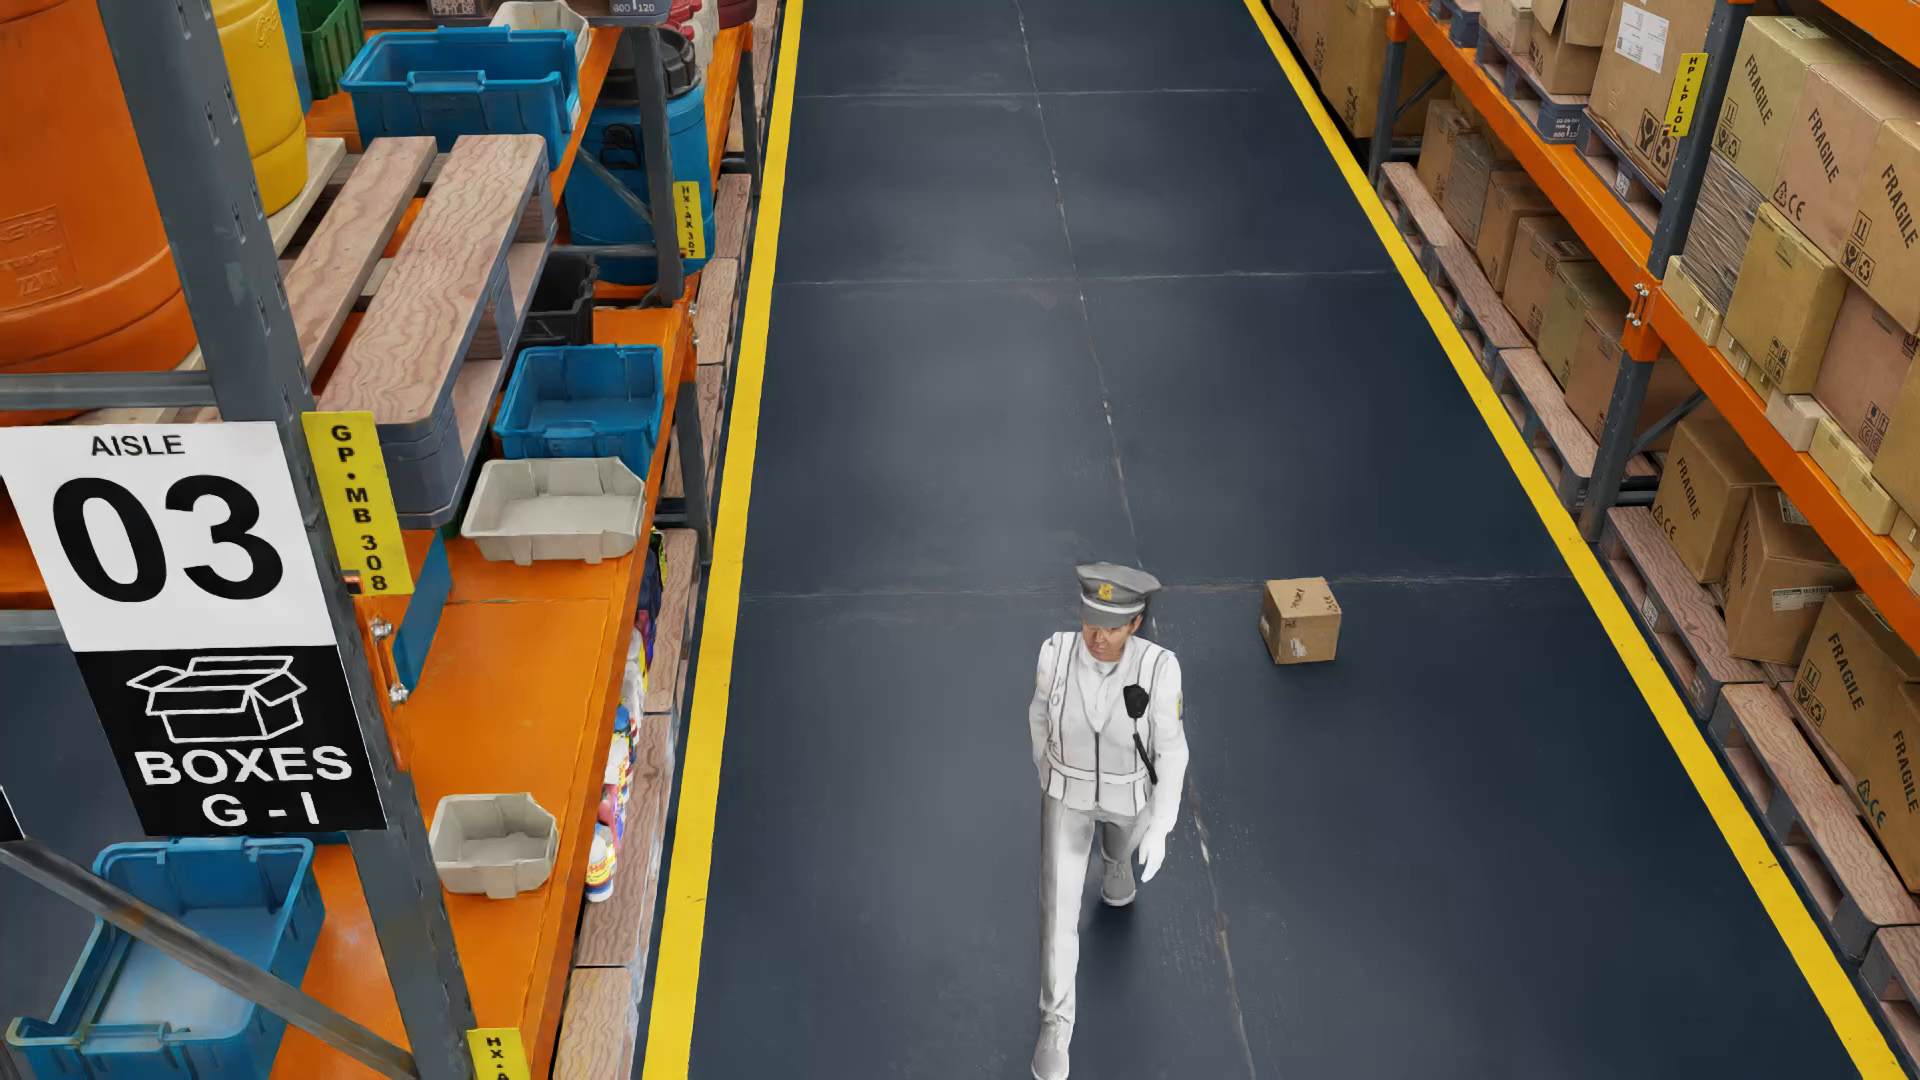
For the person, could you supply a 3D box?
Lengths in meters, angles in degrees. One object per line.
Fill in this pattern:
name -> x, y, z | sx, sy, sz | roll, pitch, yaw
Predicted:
person -> 0.435, 0.758, 5.046 | 0.488, 1.631, 1.027 | 5, 36, 7
